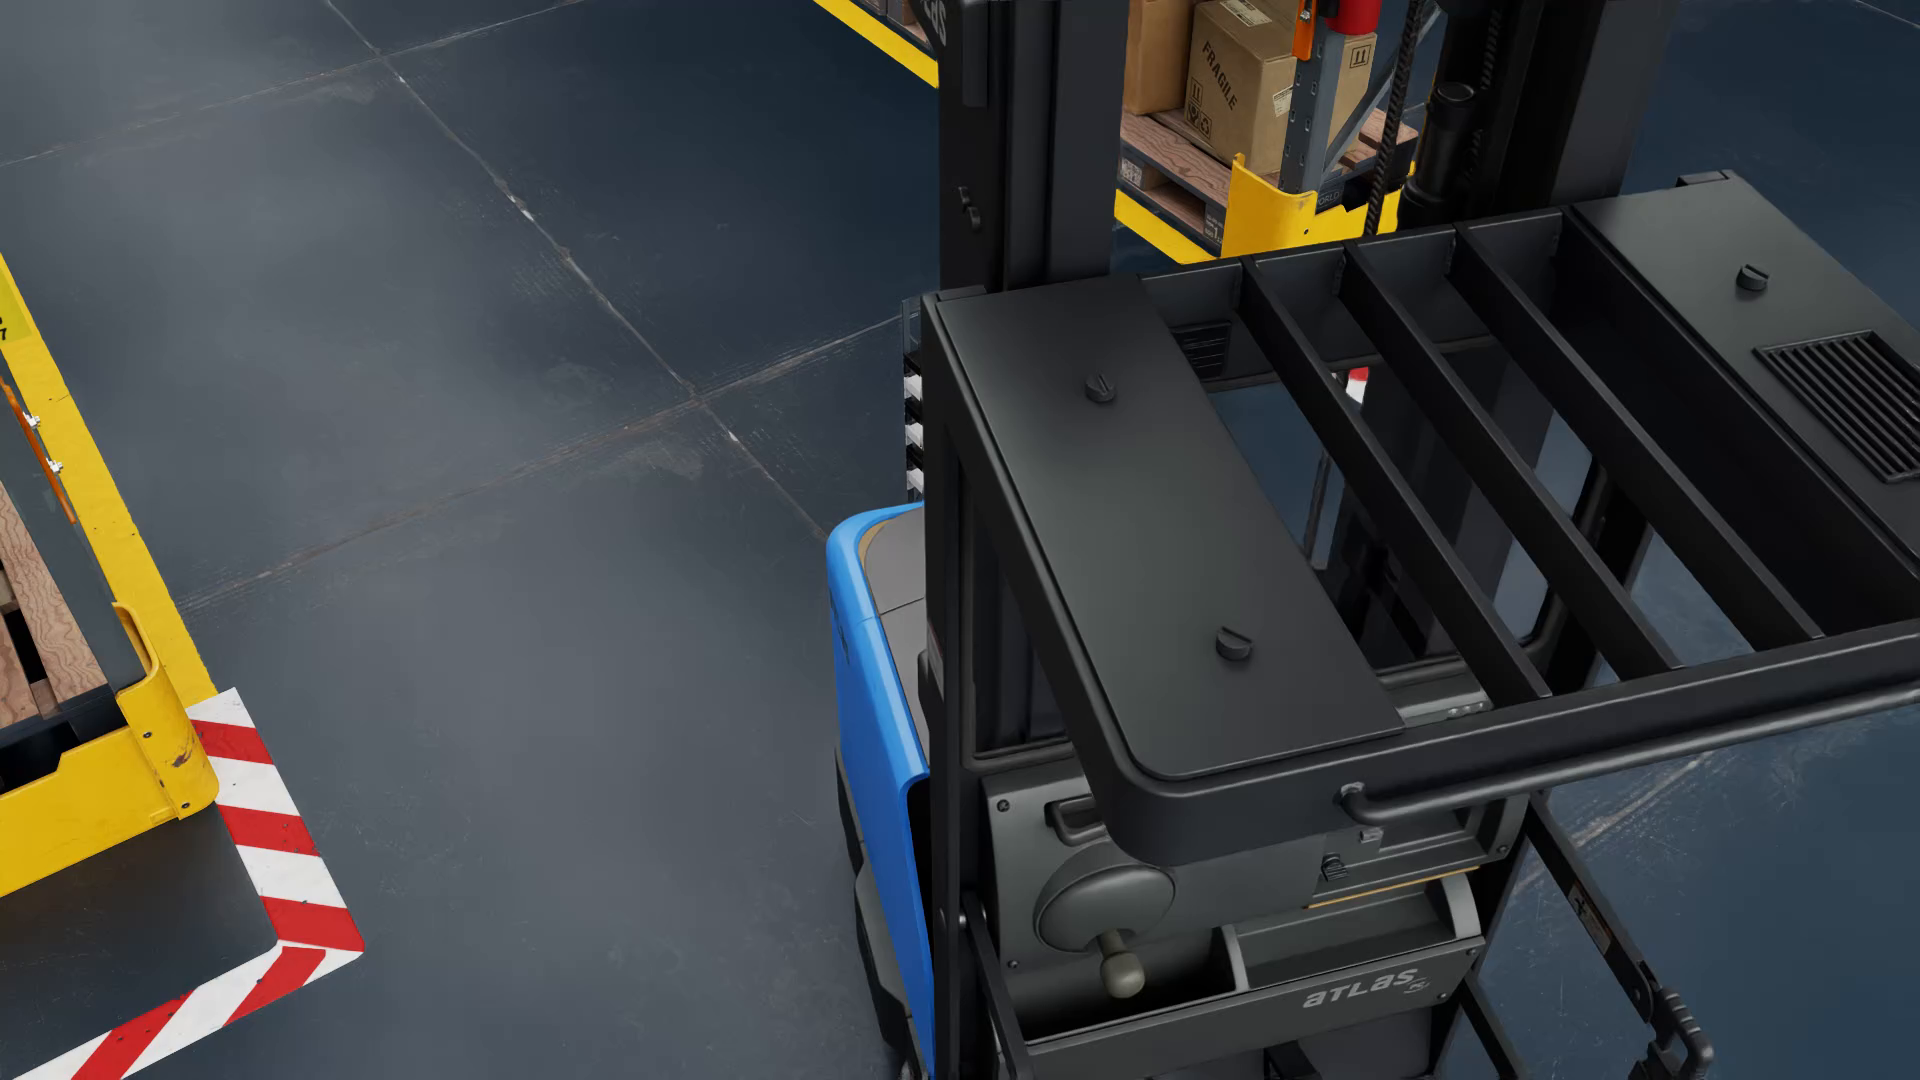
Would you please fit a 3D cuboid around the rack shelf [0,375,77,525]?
[{"bbox_3d":[-3.633,-1.098,4.749,1.077,0.370,4.000,-26,49,-24],"label":"rack shelf"}]

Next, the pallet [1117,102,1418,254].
[{"bbox_3d":[1.094,-1.691,6.868,1.003,0.211,1.213,-26,49,-24],"label":"pallet"}]

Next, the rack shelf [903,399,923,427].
[{"bbox_3d":[-0.005,-0.371,4.905,0.258,0.077,0.200,-26,49,-24],"label":"rack shelf"}]

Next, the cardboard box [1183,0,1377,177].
[{"bbox_3d":[1.230,-1.790,6.459,0.500,0.500,0.500,-17,46,-17],"label":"cardboard box"}]

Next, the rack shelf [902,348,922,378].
[{"bbox_3d":[-0.005,-0.501,4.781,0.258,0.077,0.200,-26,49,-24],"label":"rack shelf"}]

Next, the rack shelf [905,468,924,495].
[{"bbox_3d":[-0.005,-0.176,5.091,0.258,0.077,0.200,-26,49,-24],"label":"rack shelf"}]

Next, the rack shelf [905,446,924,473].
[{"bbox_3d":[-0.005,-0.241,5.029,0.258,0.077,0.200,-26,49,-24],"label":"rack shelf"}]

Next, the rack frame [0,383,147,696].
[{"bbox_3d":[-2.489,-0.226,3.314,1.000,3.000,0.127,-26,49,-24],"label":"rack frame"}]

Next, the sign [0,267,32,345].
[{"bbox_3d":[-2.036,-0.541,3.443,0.100,0.325,0.005,-26,49,-24],"label":"sign"}]

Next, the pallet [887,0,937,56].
[{"bbox_3d":[0.400,-2.381,7.591,1.003,0.211,1.213,-26,49,-24],"label":"pallet"}]

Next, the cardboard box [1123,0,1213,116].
[{"bbox_3d":[0.860,-2.115,6.800,0.500,0.500,0.500,-14,45,-14],"label":"cardboard box"}]

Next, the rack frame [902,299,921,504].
[{"bbox_3d":[-0.063,-0.388,5.004,0.240,0.900,0.006,-26,49,-24],"label":"rack frame"}]

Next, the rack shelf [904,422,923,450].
[{"bbox_3d":[-0.005,-0.306,4.967,0.258,0.077,0.200,-26,49,-24],"label":"rack shelf"}]

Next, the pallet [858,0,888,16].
[{"bbox_3d":[-0.302,-3.073,8.316,1.003,0.211,1.213,-26,49,-24],"label":"pallet"}]

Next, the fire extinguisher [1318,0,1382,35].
[{"bbox_3d":[1.261,-1.907,5.132,0.296,0.674,0.183,-26,49,-24],"label":"fire extinguisher"}]

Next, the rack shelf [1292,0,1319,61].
[{"bbox_3d":[0.429,-3.055,6.798,1.077,0.370,4.000,-26,49,-24],"label":"rack shelf"}]

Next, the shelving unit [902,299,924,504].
[{"bbox_3d":[-0.005,-0.330,4.944,0.258,0.900,0.210,-26,49,-24],"label":"shelving unit"}]

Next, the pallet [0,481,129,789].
[{"bbox_3d":[-3.032,0.296,4.787,1.003,0.211,1.213,-26,49,-24],"label":"pallet"}]

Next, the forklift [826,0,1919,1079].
[{"bbox_3d":[0.555,0.562,2.539,1.130,2.935,3.031,-10,45,-11],"label":"forklift"}]

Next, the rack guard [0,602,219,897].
[{"bbox_3d":[-2.571,0.654,4.203,1.175,0.500,0.348,-26,49,-24],"label":"rack guard"}]

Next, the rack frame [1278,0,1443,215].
[{"bbox_3d":[1.573,-2.182,5.364,1.000,3.000,0.127,-26,49,-24],"label":"rack frame"}]

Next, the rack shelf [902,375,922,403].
[{"bbox_3d":[-0.005,-0.436,4.843,0.258,0.077,0.200,-26,49,-24],"label":"rack shelf"}]

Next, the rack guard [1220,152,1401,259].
[{"bbox_3d":[1.530,-1.321,6.272,1.175,0.500,0.348,-26,49,-24],"label":"rack guard"}]
